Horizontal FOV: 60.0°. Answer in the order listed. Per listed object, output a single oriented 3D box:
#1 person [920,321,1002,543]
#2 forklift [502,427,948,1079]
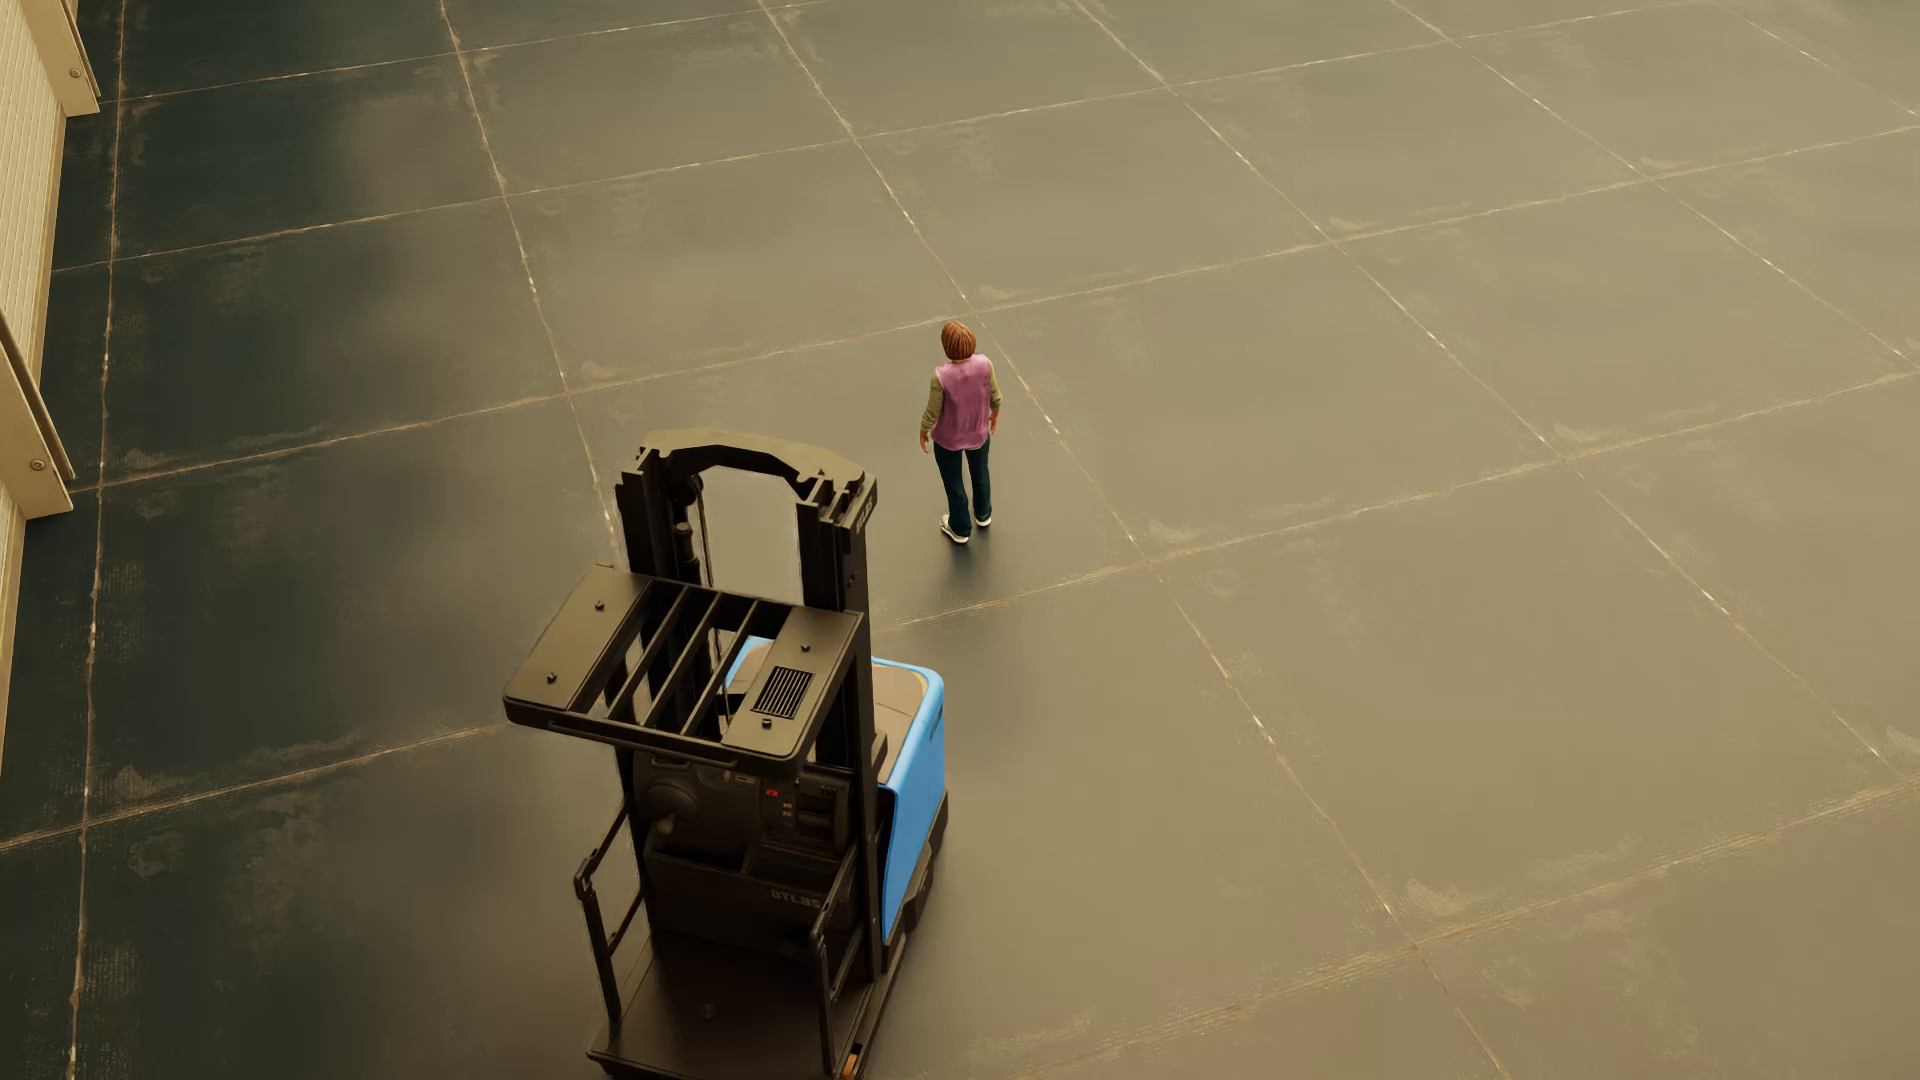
[{"bbox_3d":[-0.012,-0.665,9.814,0.520,1.597,0.476,-13,42,-15],"label":"person"},{"bbox_3d":[-0.955,1.146,6.631,1.130,2.935,3.031,10,41,12],"label":"forklift"}]
